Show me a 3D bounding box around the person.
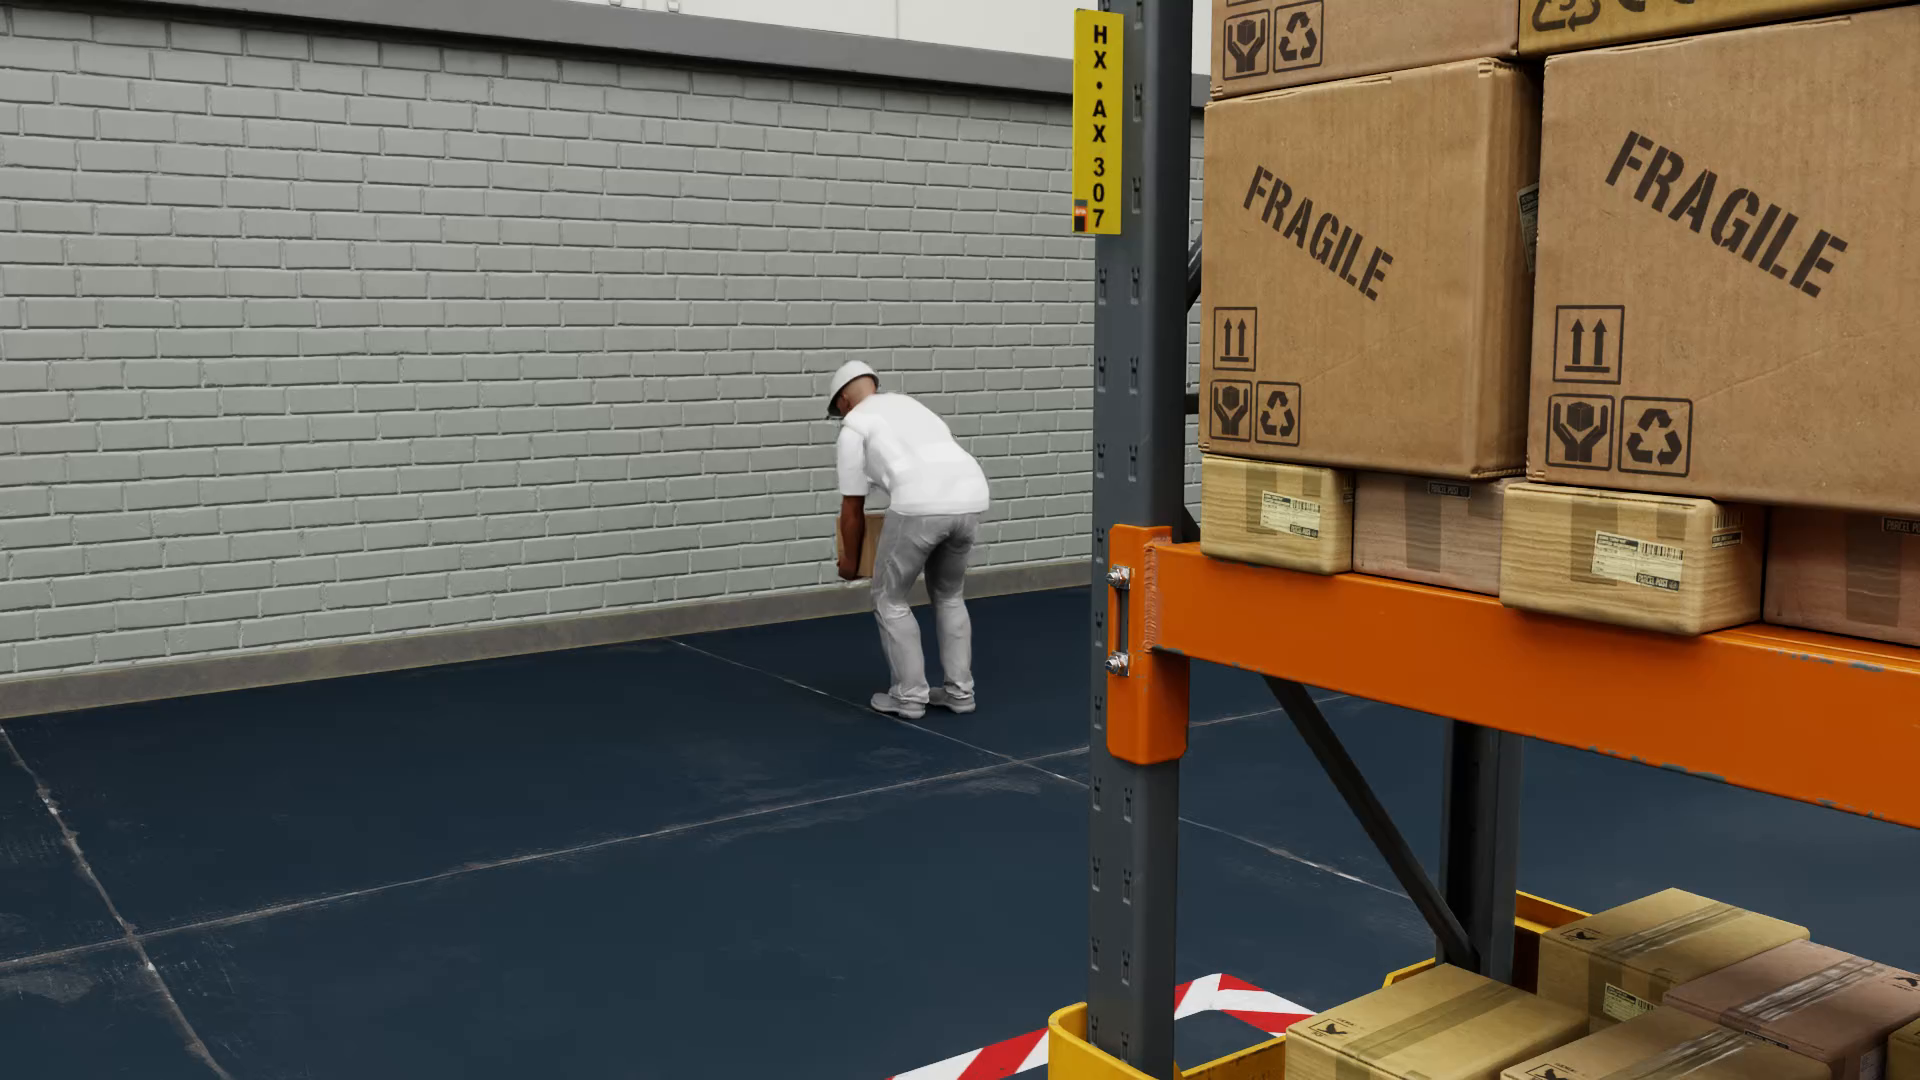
[{"bbox_3d":[-0.264,-0.020,7.009,0.488,1.454,0.857,-6,10,-37],"label":"person"}]
